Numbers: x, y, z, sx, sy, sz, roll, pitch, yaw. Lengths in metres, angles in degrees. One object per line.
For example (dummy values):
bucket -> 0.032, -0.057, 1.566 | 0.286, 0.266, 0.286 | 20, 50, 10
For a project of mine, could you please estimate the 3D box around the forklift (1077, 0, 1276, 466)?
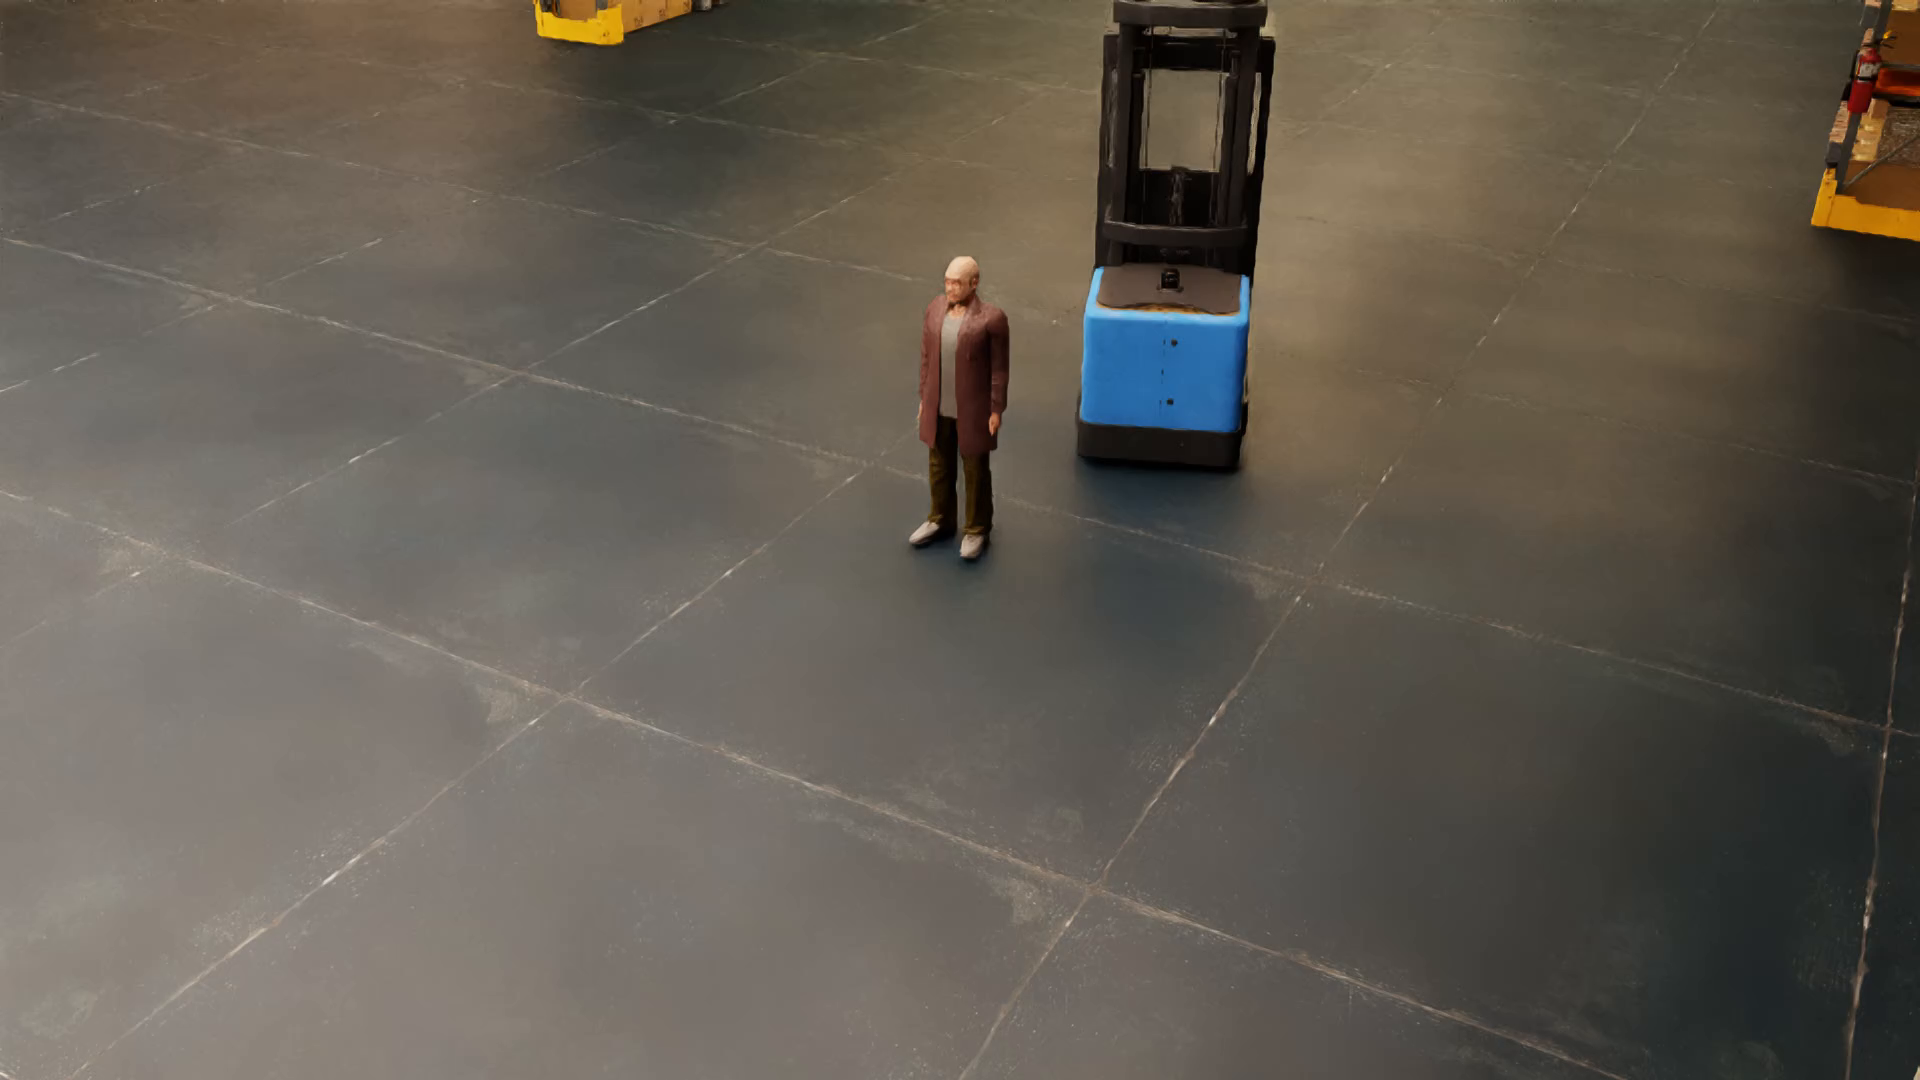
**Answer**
forklift -> 1.504, -2.462, 11.336 | 1.130, 2.935, 3.031 | 4, 30, 8

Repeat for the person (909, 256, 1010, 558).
person -> -0.011, -0.760, 9.536 | 0.558, 1.783, 0.377 | 15, 33, 25
